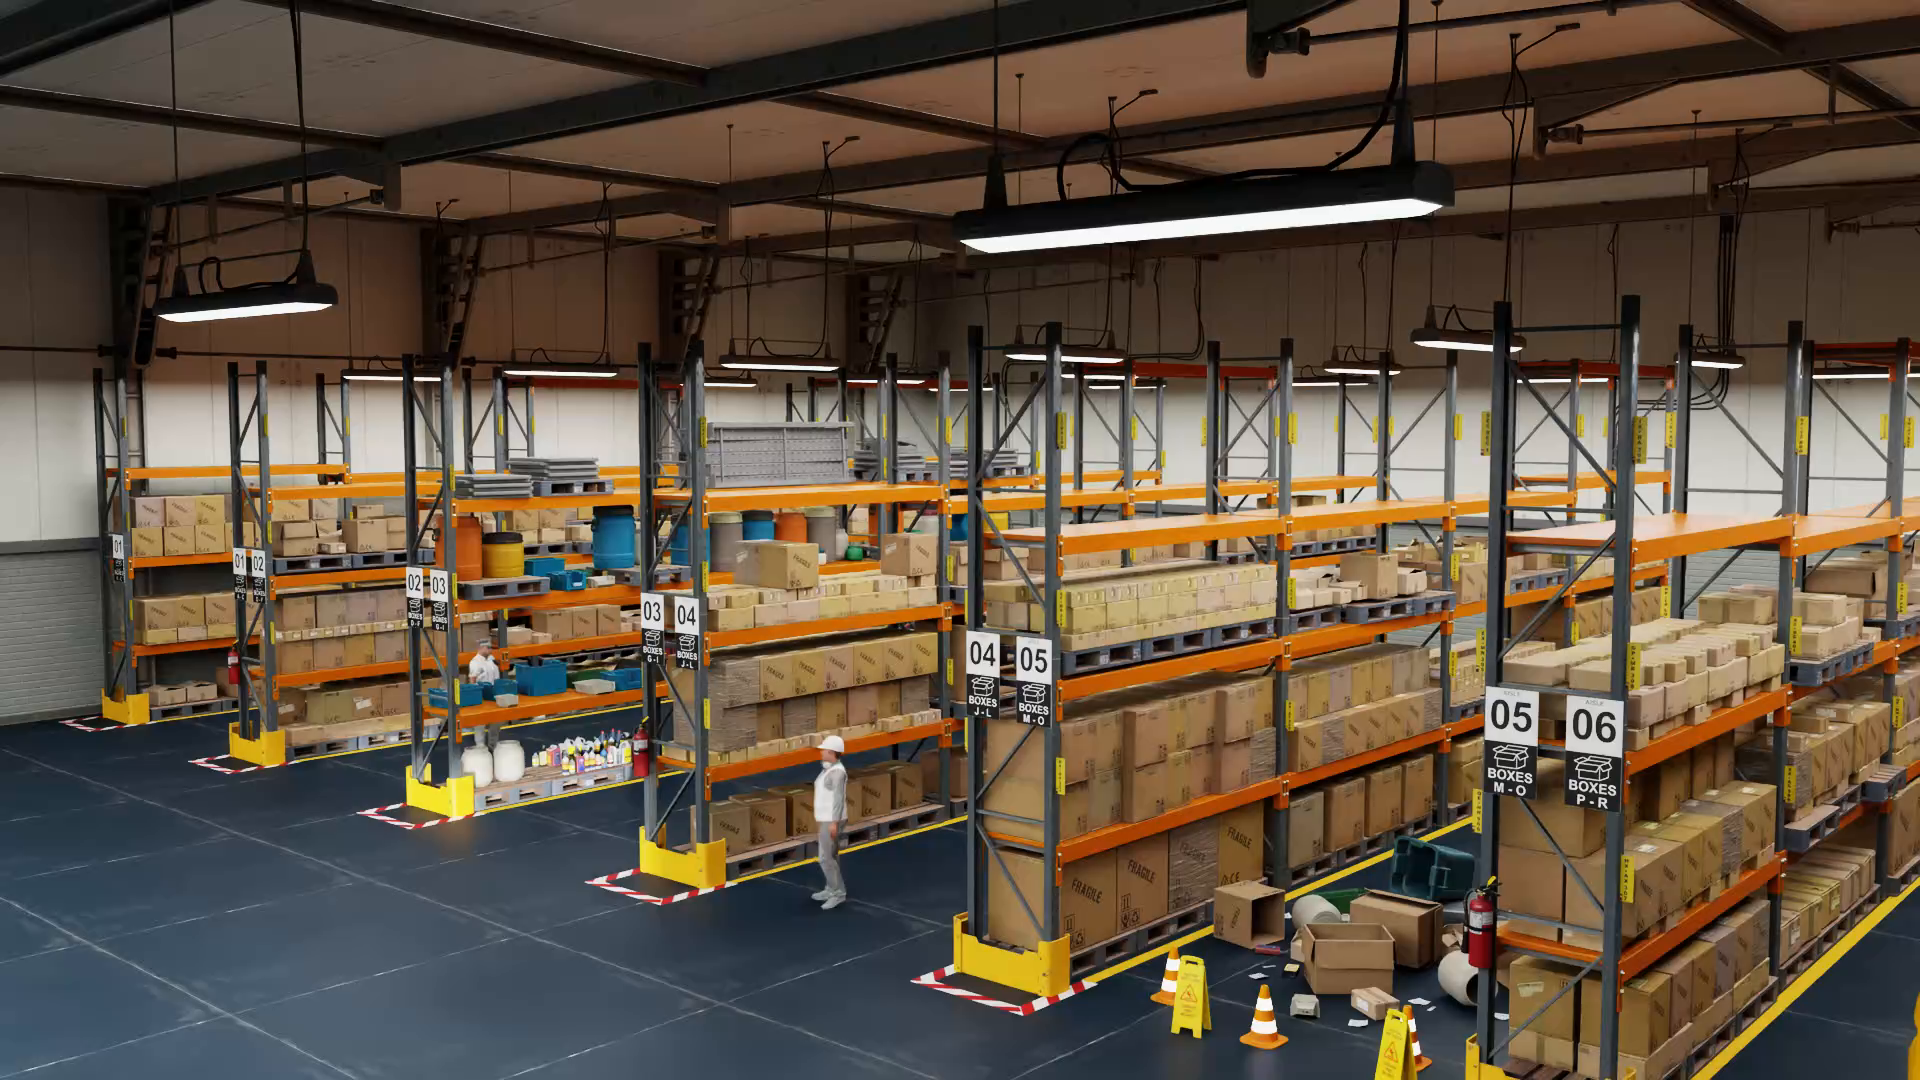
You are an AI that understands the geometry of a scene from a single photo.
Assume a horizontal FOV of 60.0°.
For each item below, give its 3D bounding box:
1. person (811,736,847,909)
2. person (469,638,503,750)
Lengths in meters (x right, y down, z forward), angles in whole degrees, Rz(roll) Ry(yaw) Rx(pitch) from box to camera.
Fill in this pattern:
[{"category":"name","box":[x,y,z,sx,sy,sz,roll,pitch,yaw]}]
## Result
[{"category":"person","box":[-1.394,2.988,17.694,0.375,1.814,0.566,-1,4,-9]},{"category":"person","box":[-7.342,2.439,25.724,0.417,1.861,0.595,3,5,33]}]
